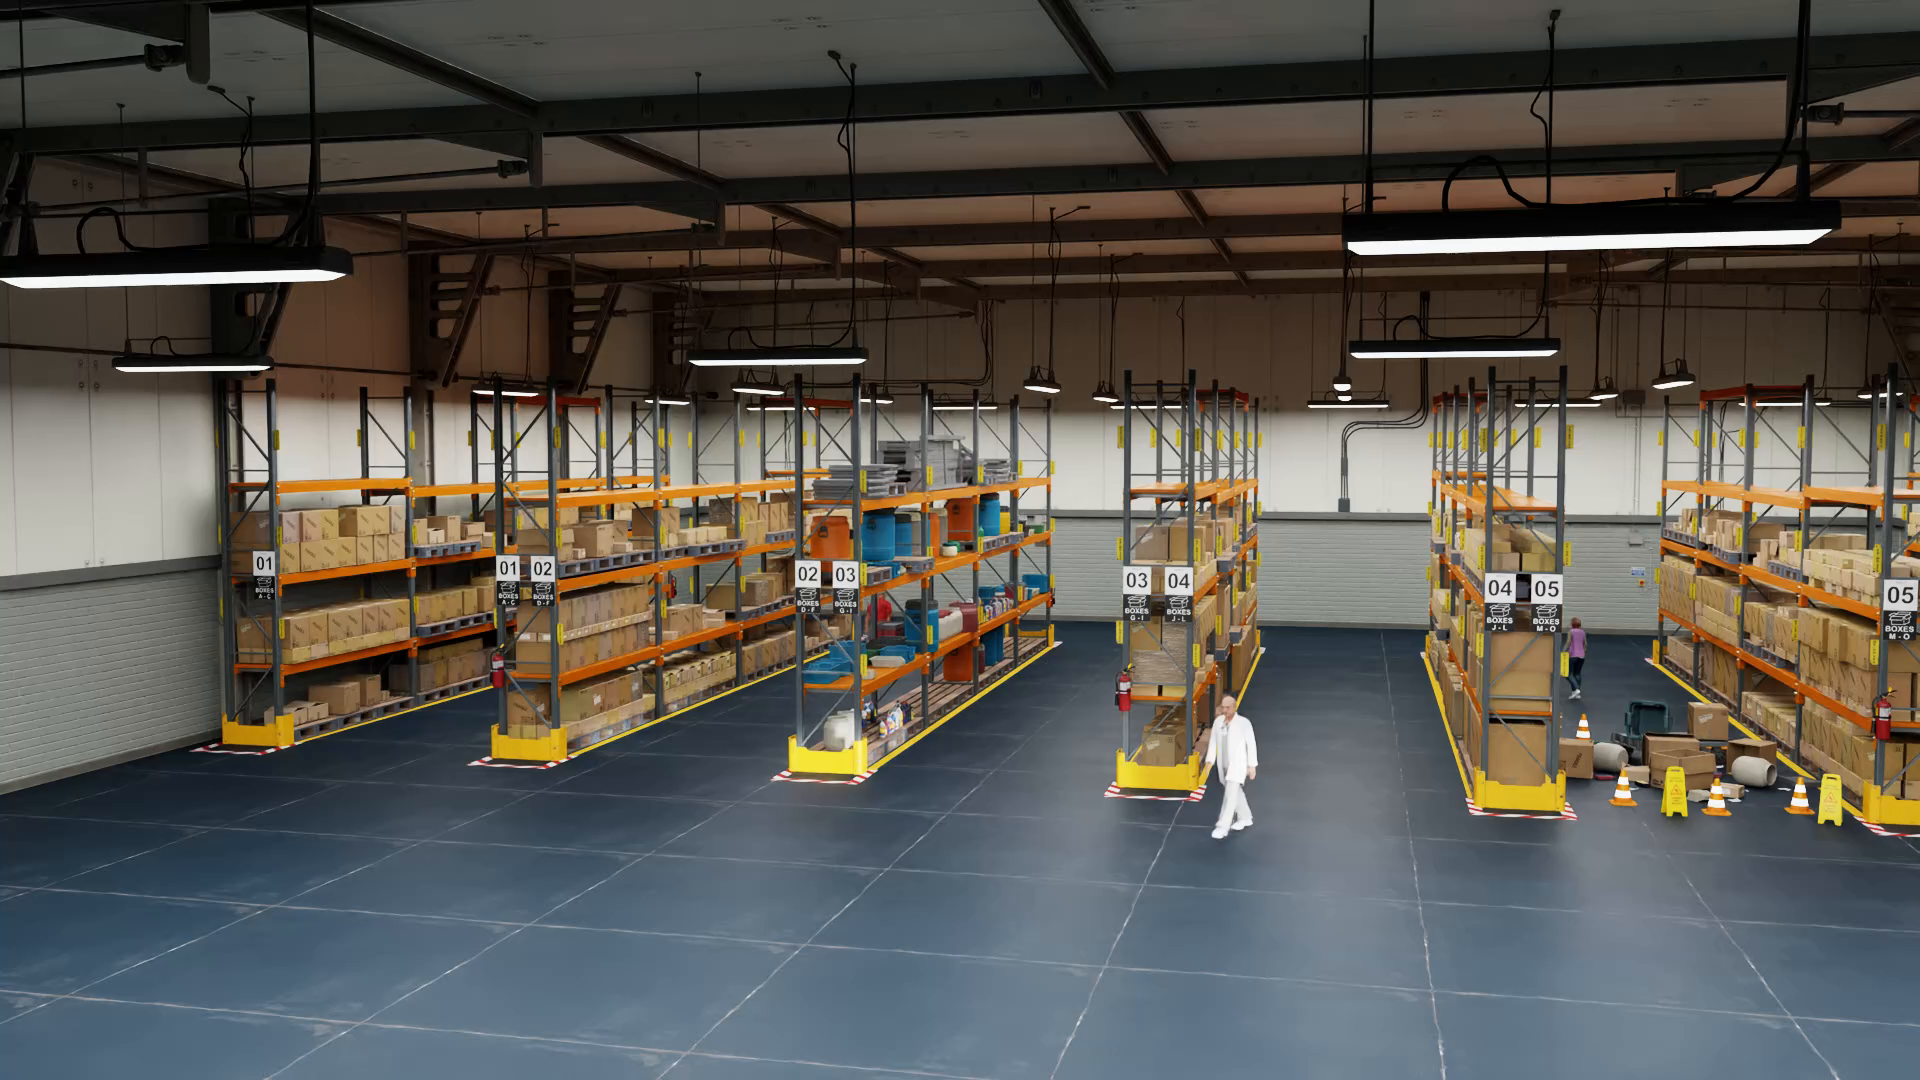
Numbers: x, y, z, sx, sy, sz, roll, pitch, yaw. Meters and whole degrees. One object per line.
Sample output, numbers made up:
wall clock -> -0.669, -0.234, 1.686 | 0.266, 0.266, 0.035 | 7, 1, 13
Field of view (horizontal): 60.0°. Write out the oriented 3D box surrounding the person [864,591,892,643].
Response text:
person -> -1.789, 1.839, 36.104 | 0.671, 1.619, 0.551 | 1, 3, 10

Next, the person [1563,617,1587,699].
person -> 11.934, 2.291, 32.156 | 0.486, 1.579, 0.531 | -1, 3, -12

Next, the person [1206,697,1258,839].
person -> 3.389, 2.846, 21.022 | 1.065, 1.735, 0.604 | -3, 5, -41
